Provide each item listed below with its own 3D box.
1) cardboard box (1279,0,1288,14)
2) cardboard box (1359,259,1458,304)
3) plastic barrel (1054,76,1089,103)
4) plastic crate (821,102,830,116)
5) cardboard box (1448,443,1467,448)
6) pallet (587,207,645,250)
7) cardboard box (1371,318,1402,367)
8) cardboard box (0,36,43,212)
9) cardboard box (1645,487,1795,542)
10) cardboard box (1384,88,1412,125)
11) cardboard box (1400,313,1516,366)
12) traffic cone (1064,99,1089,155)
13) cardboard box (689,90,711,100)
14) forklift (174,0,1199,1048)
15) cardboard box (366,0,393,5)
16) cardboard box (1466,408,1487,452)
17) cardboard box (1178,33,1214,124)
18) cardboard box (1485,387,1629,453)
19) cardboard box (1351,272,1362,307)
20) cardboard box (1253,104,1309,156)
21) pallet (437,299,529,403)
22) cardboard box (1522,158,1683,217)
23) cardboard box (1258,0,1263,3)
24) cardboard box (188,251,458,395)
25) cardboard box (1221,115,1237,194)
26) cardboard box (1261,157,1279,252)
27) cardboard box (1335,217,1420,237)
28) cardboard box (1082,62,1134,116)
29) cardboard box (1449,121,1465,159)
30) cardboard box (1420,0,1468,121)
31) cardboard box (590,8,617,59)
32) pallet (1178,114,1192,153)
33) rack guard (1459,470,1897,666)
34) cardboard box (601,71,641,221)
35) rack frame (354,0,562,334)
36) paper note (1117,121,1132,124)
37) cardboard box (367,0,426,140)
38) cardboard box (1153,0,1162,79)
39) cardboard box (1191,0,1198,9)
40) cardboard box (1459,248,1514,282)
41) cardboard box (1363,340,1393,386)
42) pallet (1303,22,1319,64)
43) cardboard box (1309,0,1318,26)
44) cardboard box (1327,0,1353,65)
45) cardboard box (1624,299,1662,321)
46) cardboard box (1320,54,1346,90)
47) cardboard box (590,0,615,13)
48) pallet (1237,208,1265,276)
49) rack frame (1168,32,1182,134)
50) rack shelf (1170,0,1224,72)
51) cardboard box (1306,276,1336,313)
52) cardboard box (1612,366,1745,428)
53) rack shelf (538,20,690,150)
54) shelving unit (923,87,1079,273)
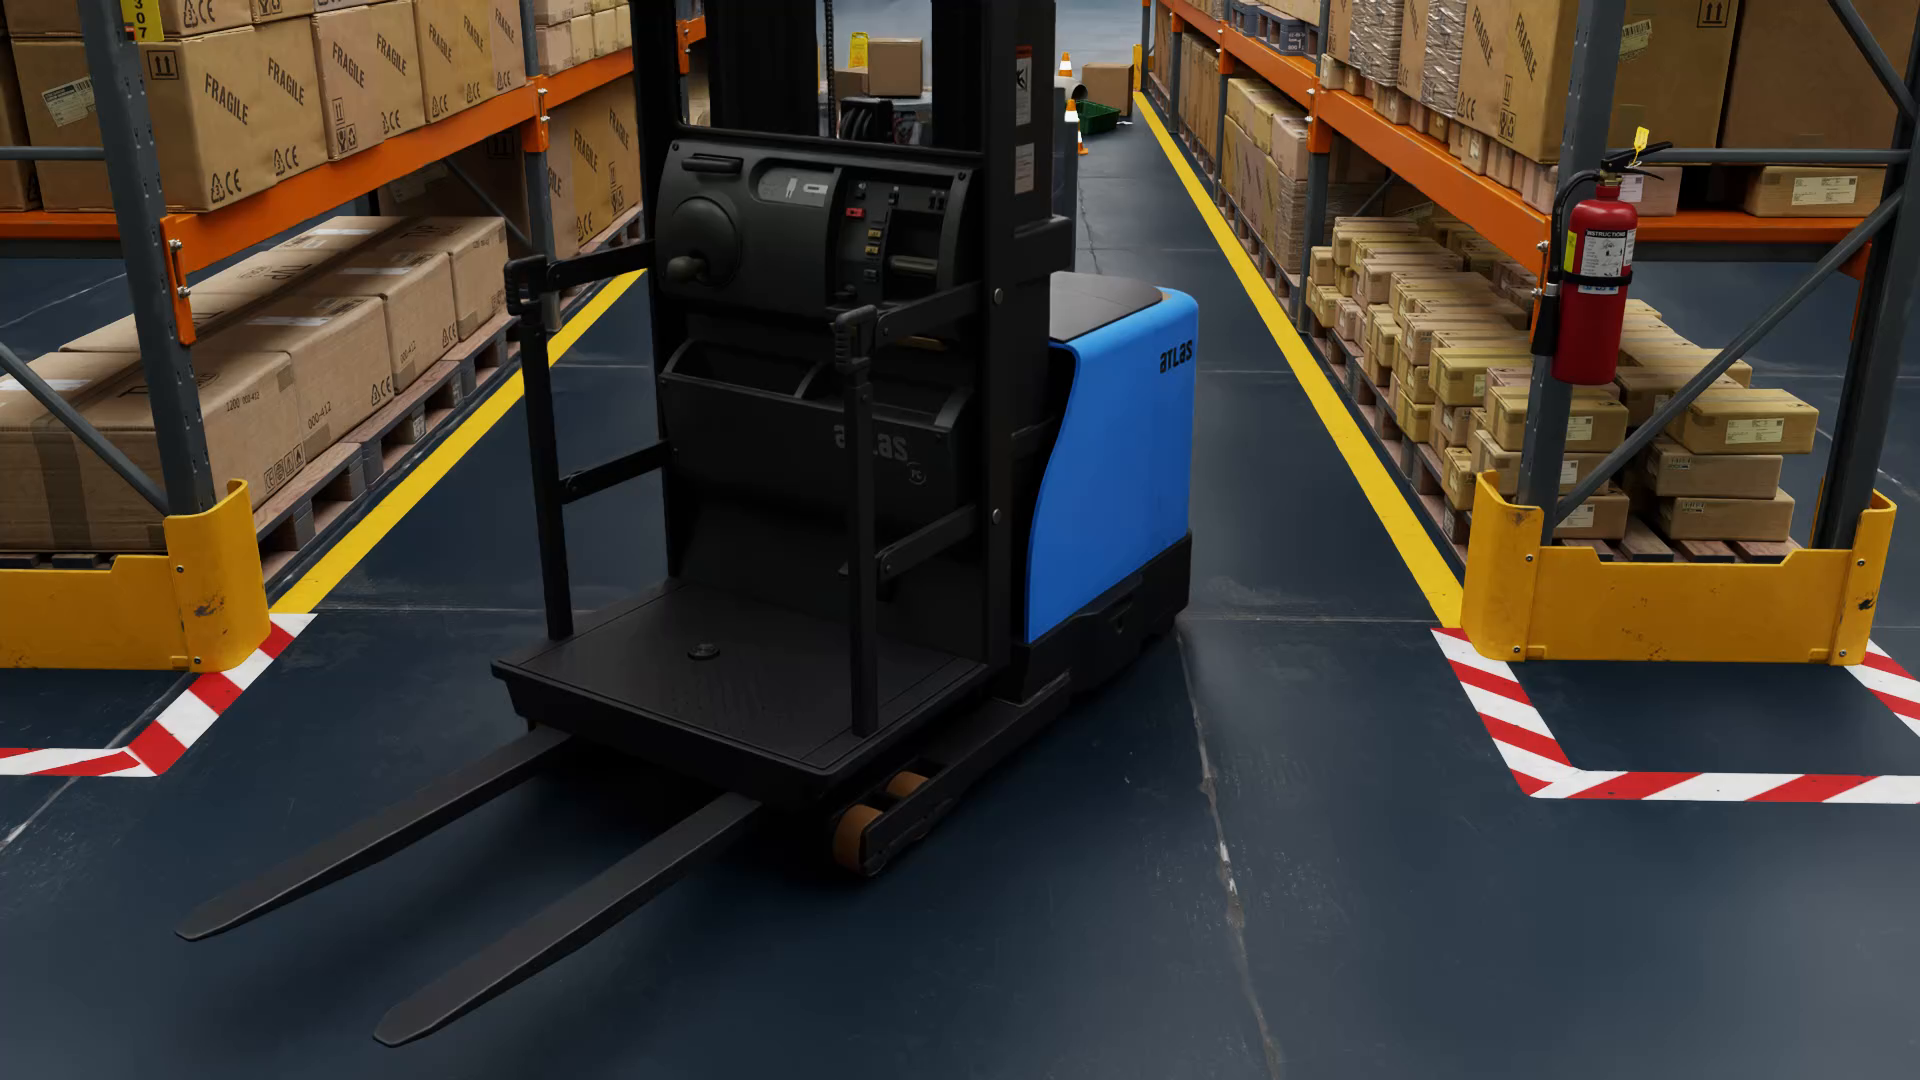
[{"bbox_3d":[2.164,-3.295,10.141,0.380,0.149,0.250,0,21,0],"label":"cardboard box"},{"bbox_3d":[1.987,-1.148,7.380,0.380,0.149,0.250,1,21,3],"label":"cardboard box"},{"bbox_3d":[1.050,-4.622,17.355,0.512,0.421,0.421,18,27,38],"label":"plastic barrel"},{"bbox_3d":[-1.535,-4.611,17.803,0.402,0.080,0.583,-7,22,-17],"label":"plastic crate"},{"bbox_3d":[1.992,-0.305,6.029,0.380,0.149,0.250,1,21,1],"label":"cardboard box"},{"bbox_3d":[-2.663,-1.943,10.745,1.003,0.211,1.213,1,21,2],"label":"pallet"},{"bbox_3d":[1.938,-0.824,6.955,0.380,0.149,0.250,1,21,2],"label":"cardboard box"},{"bbox_3d":[-3.017,-1.299,5.091,0.500,0.500,0.500,1,21,2],"label":"cardboard box"},{"bbox_3d":[2.520,-0.110,5.525,0.380,0.149,0.250,1,21,3],"label":"cardboard box"},{"bbox_3d":[1.978,-1.811,6.896,0.380,0.149,0.250,2,21,4],"label":"cardboard box"},{"bbox_3d":[1.916,-0.771,6.408,0.380,0.149,0.250,1,21,4],"label":"cardboard box"},{"bbox_3d":[0.999,-3.745,15.041,0.336,0.463,0.334,1,21,2],"label":"traffic cone"},{"bbox_3d":[-2.454,-3.683,14.427,0.950,0.372,0.625,1,21,3],"label":"cardboard box"},{"bbox_3d":[-0.492,-0.760,3.935,1.130,2.935,3.031,13,25,30],"label":"forklift"},{"bbox_3d":[-2.437,-2.312,6.319,0.500,0.500,0.500,1,21,2],"label":"cardboard box"},{"bbox_3d":[1.976,-0.350,5.734,0.380,0.149,0.250,0,21,0],"label":"cardboard box"},{"bbox_3d":[2.620,-4.317,15.539,1.050,0.750,0.750,1,21,1],"label":"cardboard box"},{"bbox_3d":[1.946,-0.395,5.439,0.380,0.149,0.250,1,21,2],"label":"cardboard box"},{"bbox_3d":[2.085,-1.200,7.925,0.380,0.149,0.250,1,21,1],"label":"cardboard box"},{"bbox_3d":[2.106,-2.532,10.247,0.500,0.250,0.500,0,21,-1],"label":"cardboard box"},{"bbox_3d":[-2.747,-0.947,8.178,1.003,0.211,1.213,1,21,2],"label":"pallet"},{"bbox_3d":[1.911,-1.061,4.964,0.380,0.149,0.250,1,21,2],"label":"cardboard box"},{"bbox_3d":[2.196,-3.674,11.118,0.380,0.149,0.250,2,21,4],"label":"cardboard box"},{"bbox_3d":[-2.798,-0.973,7.351,0.875,0.438,0.875,0,21,0],"label":"cardboard box"},{"bbox_3d":[2.151,-2.727,11.785,0.500,0.500,0.500,0,21,-1],"label":"cardboard box"},{"bbox_3d":[2.092,-1.990,9.885,0.500,0.500,0.500,0,21,0],"label":"cardboard box"},{"bbox_3d":[2.088,-1.525,8.351,0.380,0.149,0.250,1,21,4],"label":"cardboard box"},{"bbox_3d":[1.570,-4.804,17.716,0.500,0.500,0.500,4,22,11],"label":"cardboard box"},{"bbox_3d":[1.971,-1.429,5.912,0.380,0.149,0.250,0,21,-1],"label":"cardboard box"},{"bbox_3d":[1.967,-1.777,5.913,0.500,0.500,0.500,1,21,2],"label":"cardboard box"},{"bbox_3d":[-2.323,-2.980,9.769,0.500,0.250,0.500,0,21,1],"label":"cardboard box"},{"bbox_3d":[2.600,-3.816,15.572,1.003,0.211,1.213,1,21,2],"label":"pallet"},{"bbox_3d":[2.186,0.081,5.129,1.175,0.500,0.348,1,21,2],"label":"rack guard"},{"bbox_3d":[-2.659,-2.601,10.943,0.875,0.875,0.875,1,21,2],"label":"cardboard box"},{"bbox_3d":[-2.646,-2.521,8.380,1.000,3.000,0.127,1,21,2],"label":"rack frame"},{"bbox_3d":[1.664,-4.265,16.978,0.147,0.020,0.142,-16,26,-35],"label":"paper note"},{"bbox_3d":[-2.446,-1.840,6.487,0.500,0.500,0.500,1,21,3],"label":"cardboard box"},{"bbox_3d":[2.716,-5.801,19.191,0.875,0.875,0.875,1,21,2],"label":"cardboard box"},{"bbox_3d":[2.216,-4.708,13.879,0.500,0.500,0.500,1,21,2],"label":"cardboard box"},{"bbox_3d":[2.500,-1.240,7.616,0.380,0.149,0.250,1,21,3],"label":"cardboard box"},{"bbox_3d":[1.974,-0.772,7.233,0.380,0.149,0.250,0,21,0],"label":"cardboard box"},{"bbox_3d":[2.474,-2.689,9.077,1.003,0.211,1.213,1,21,2],"label":"pallet"},{"bbox_3d":[2.136,-2.912,9.153,0.380,0.149,0.250,1,21,1],"label":"cardboard box"},{"bbox_3d":[2.038,-2.512,7.808,0.500,0.500,0.500,0,21,1],"label":"cardboard box"},{"bbox_3d":[2.559,-0.863,6.644,0.380,0.149,0.250,1,21,2],"label":"cardboard box"},{"bbox_3d":[1.970,-2.287,8.125,0.380,0.149,0.250,1,21,4],"label":"cardboard box"},{"bbox_3d":[-2.321,-3.211,9.675,0.500,0.250,0.500,1,21,2],"label":"cardboard box"},{"bbox_3d":[2.362,-1.927,10.704,1.003,0.211,1.213,1,21,2],"label":"pallet"},{"bbox_3d":[2.549,-5.396,15.789,1.000,3.000,0.127,1,21,2],"label":"rack frame"},{"bbox_3d":[2.488,-4.337,14.055,1.077,0.370,4.000,1,21,2],"label":"rack shelf"},{"bbox_3d":[1.973,-1.242,8.443,0.380,0.149,0.250,0,21,-1],"label":"cardboard box"},{"bbox_3d":[2.427,-0.488,5.677,0.380,0.149,0.250,1,21,3],"label":"cardboard box"},{"bbox_3d":[-2.585,-2.909,10.374,1.077,0.370,4.000,1,21,2],"label":"rack shelf"},{"bbox_3d":[0.140,-0.832,6.100,0.538,1.500,1.048,0,21,1],"label":"shelving unit"}]
